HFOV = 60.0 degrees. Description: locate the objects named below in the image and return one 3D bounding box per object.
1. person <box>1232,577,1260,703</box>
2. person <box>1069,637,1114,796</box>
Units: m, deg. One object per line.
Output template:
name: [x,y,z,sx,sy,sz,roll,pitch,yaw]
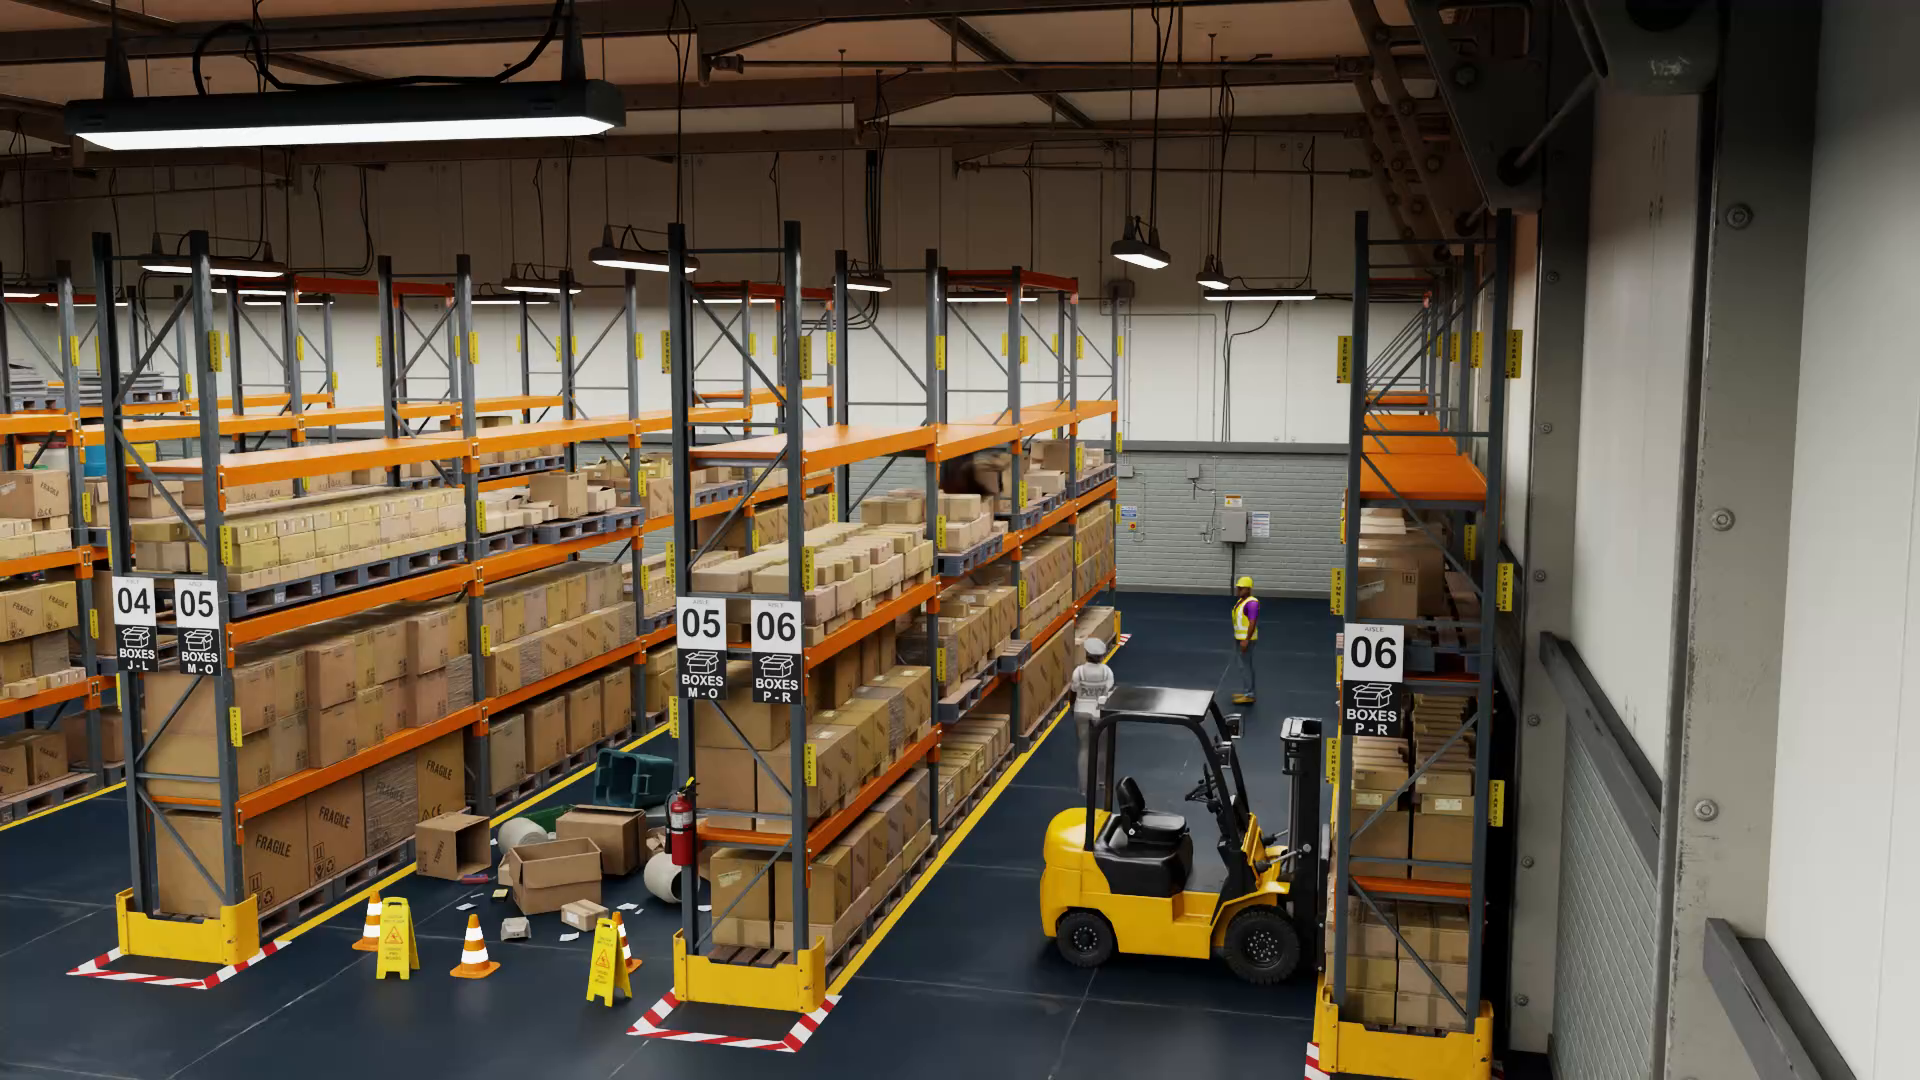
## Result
person: [4.044,1.409,23.587,0.370,1.765,0.605,0,7,3]
person: [1.411,1.885,17.758,0.501,1.741,0.716,1,7,10]
